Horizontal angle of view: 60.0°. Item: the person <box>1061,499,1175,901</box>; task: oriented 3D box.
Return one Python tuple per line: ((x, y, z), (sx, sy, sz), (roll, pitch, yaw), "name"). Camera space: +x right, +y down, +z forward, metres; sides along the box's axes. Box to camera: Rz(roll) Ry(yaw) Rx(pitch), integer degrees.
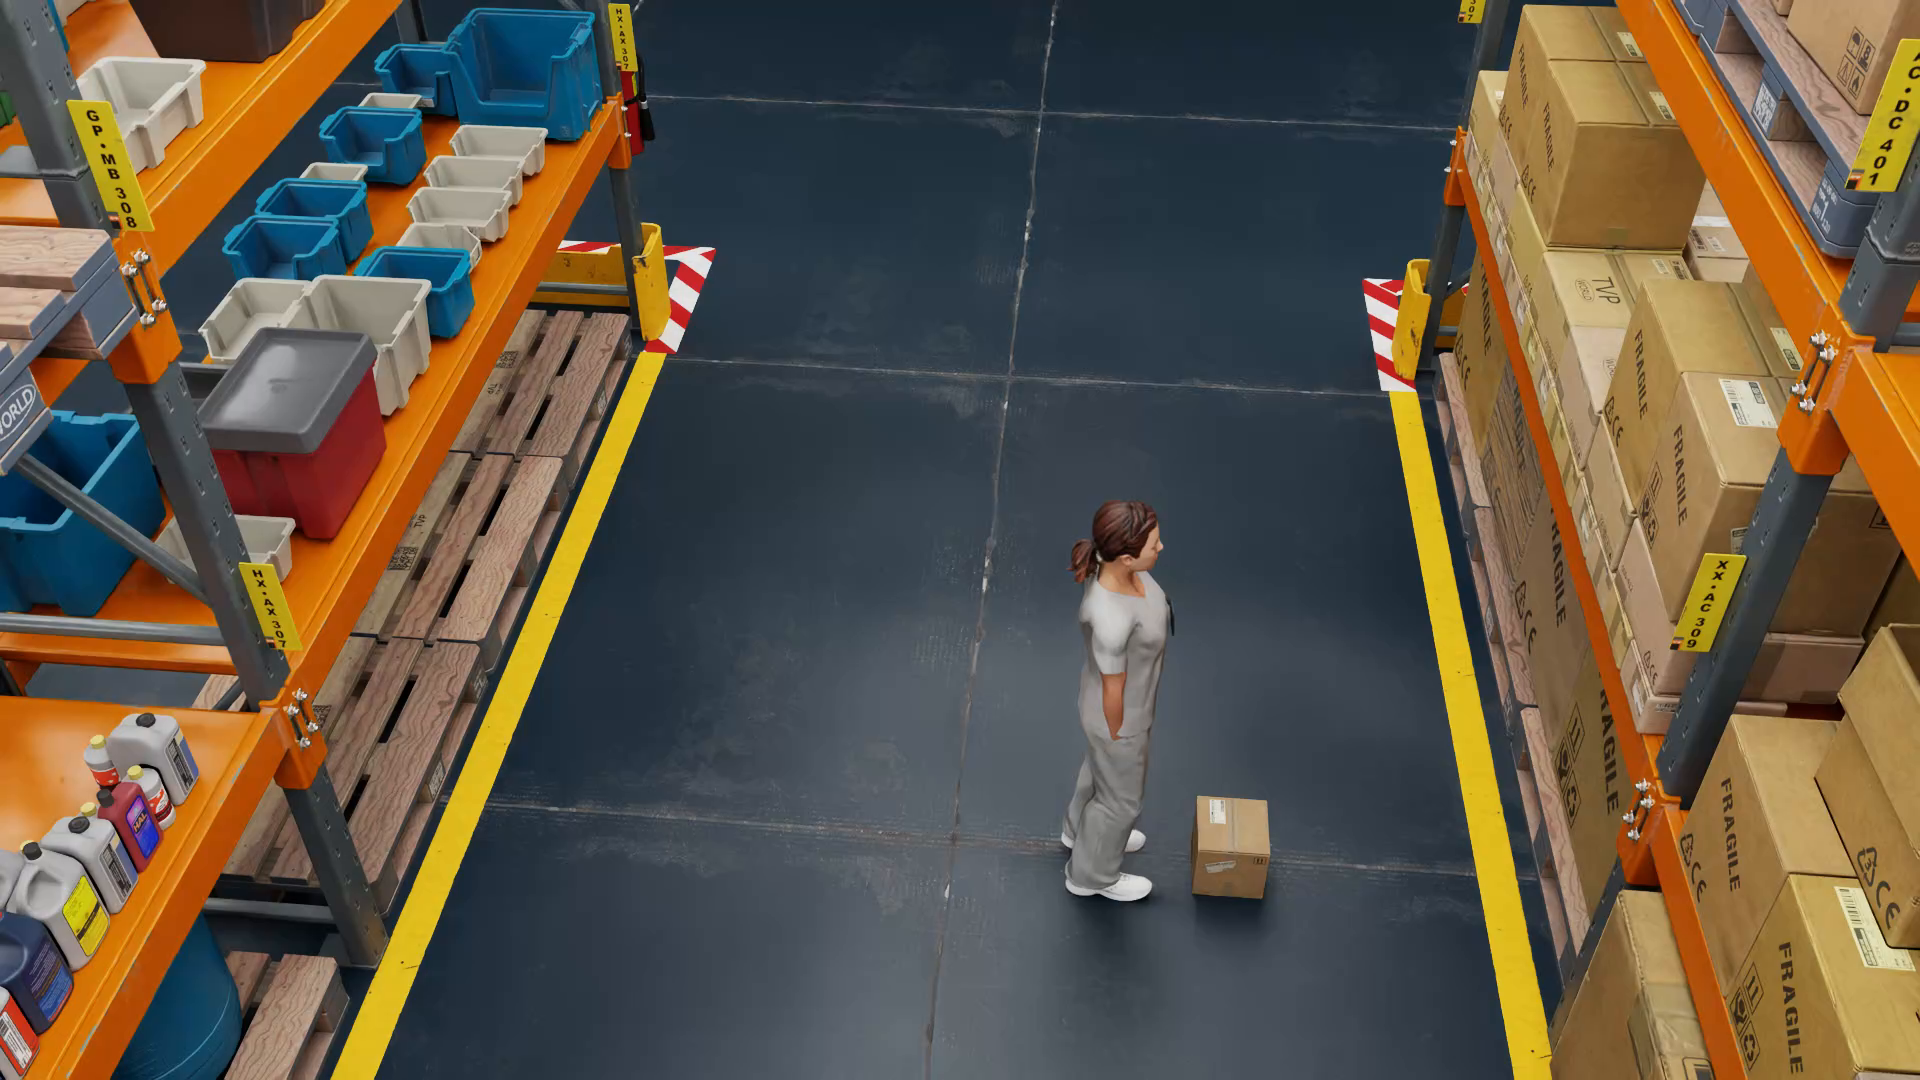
((0.514, 0.535, 5.535), (0.372, 1.672, 0.437), (4, 40, 5), "person")
